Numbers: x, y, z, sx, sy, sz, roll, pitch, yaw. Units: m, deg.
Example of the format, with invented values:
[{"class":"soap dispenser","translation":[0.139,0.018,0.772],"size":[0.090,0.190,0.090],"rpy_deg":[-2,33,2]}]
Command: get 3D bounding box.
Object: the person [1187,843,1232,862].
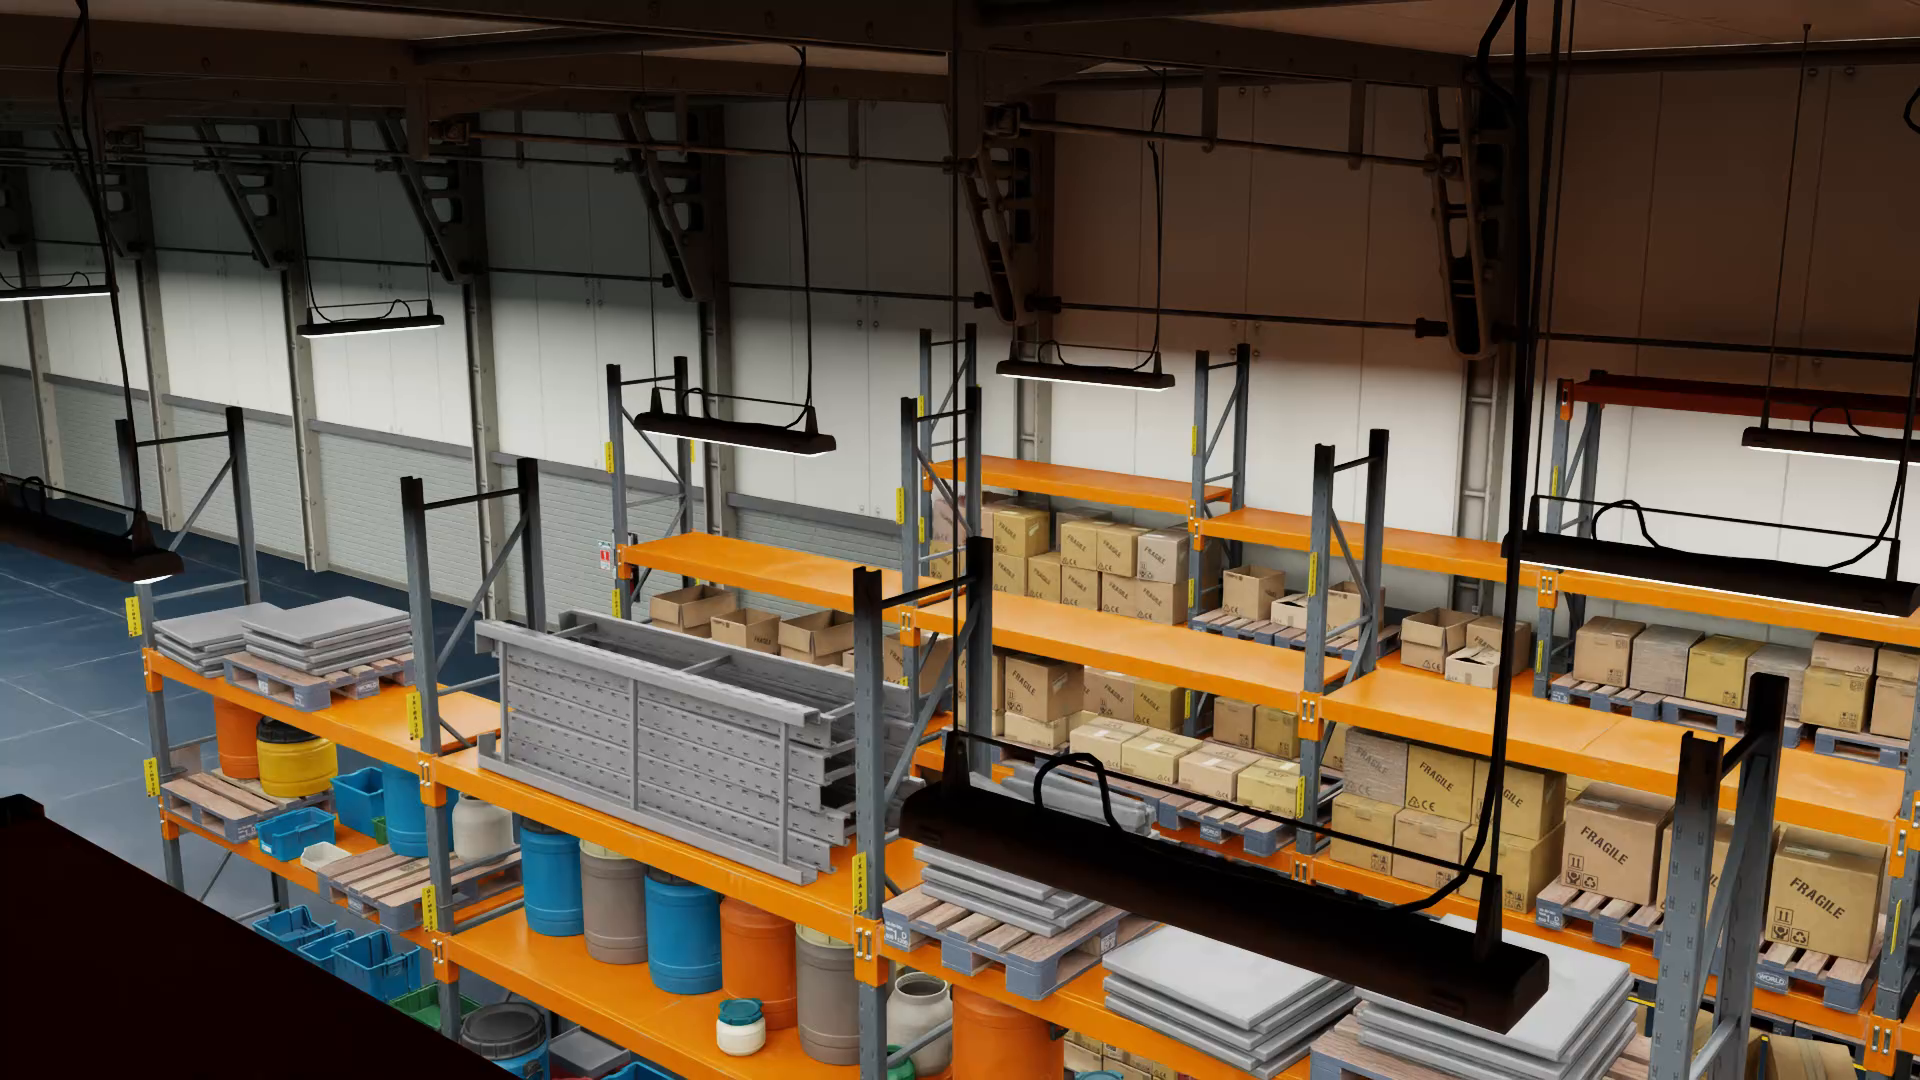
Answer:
[{"class":"person","translation":[2.516,3.462,17.248],"size":[1.064,1.580,0.482],"rpy_deg":[7,15,29]}]
